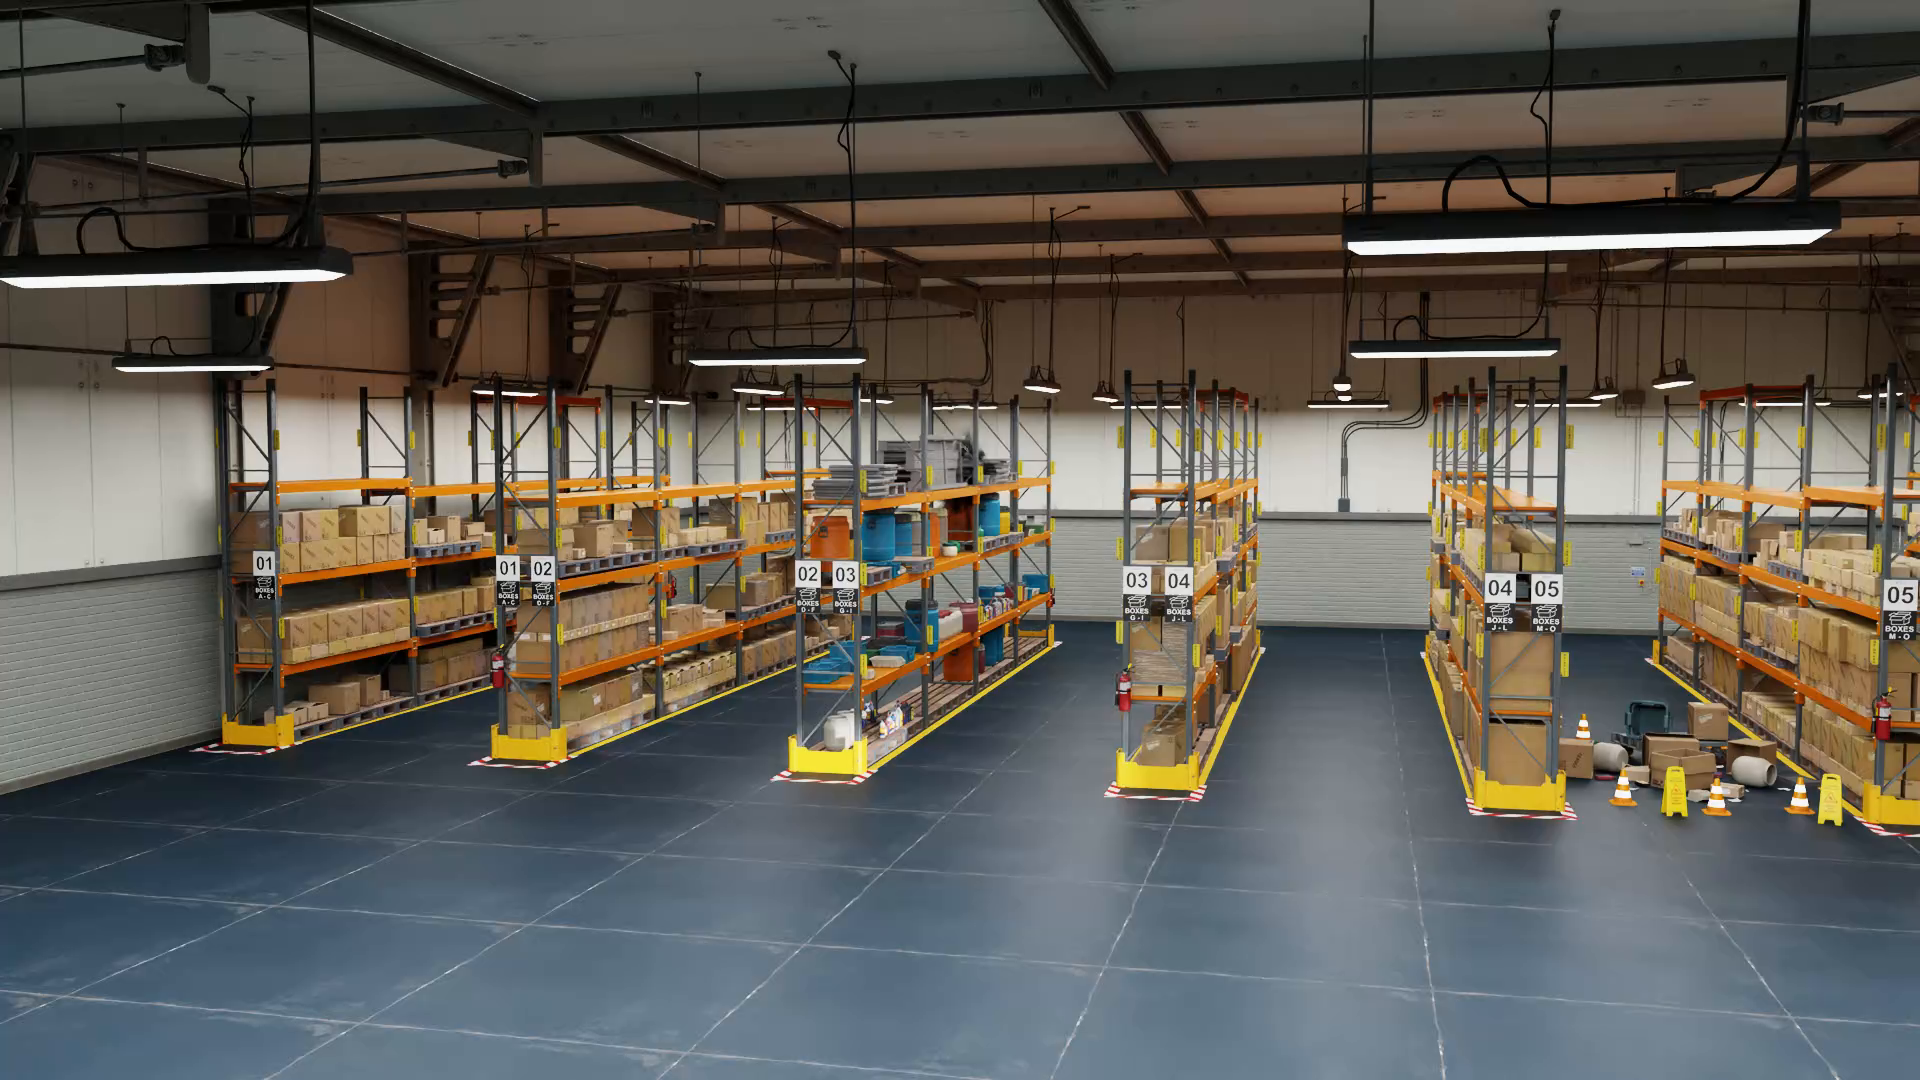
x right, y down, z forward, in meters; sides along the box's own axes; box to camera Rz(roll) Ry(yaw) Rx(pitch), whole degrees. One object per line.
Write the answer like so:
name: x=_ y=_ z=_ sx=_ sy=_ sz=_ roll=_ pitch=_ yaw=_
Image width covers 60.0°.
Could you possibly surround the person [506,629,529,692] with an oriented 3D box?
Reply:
person: x=-7.871 y=2.392 z=29.713 sx=0.573 sy=1.649 sz=0.566 roll=0 pitch=3 yaw=3
